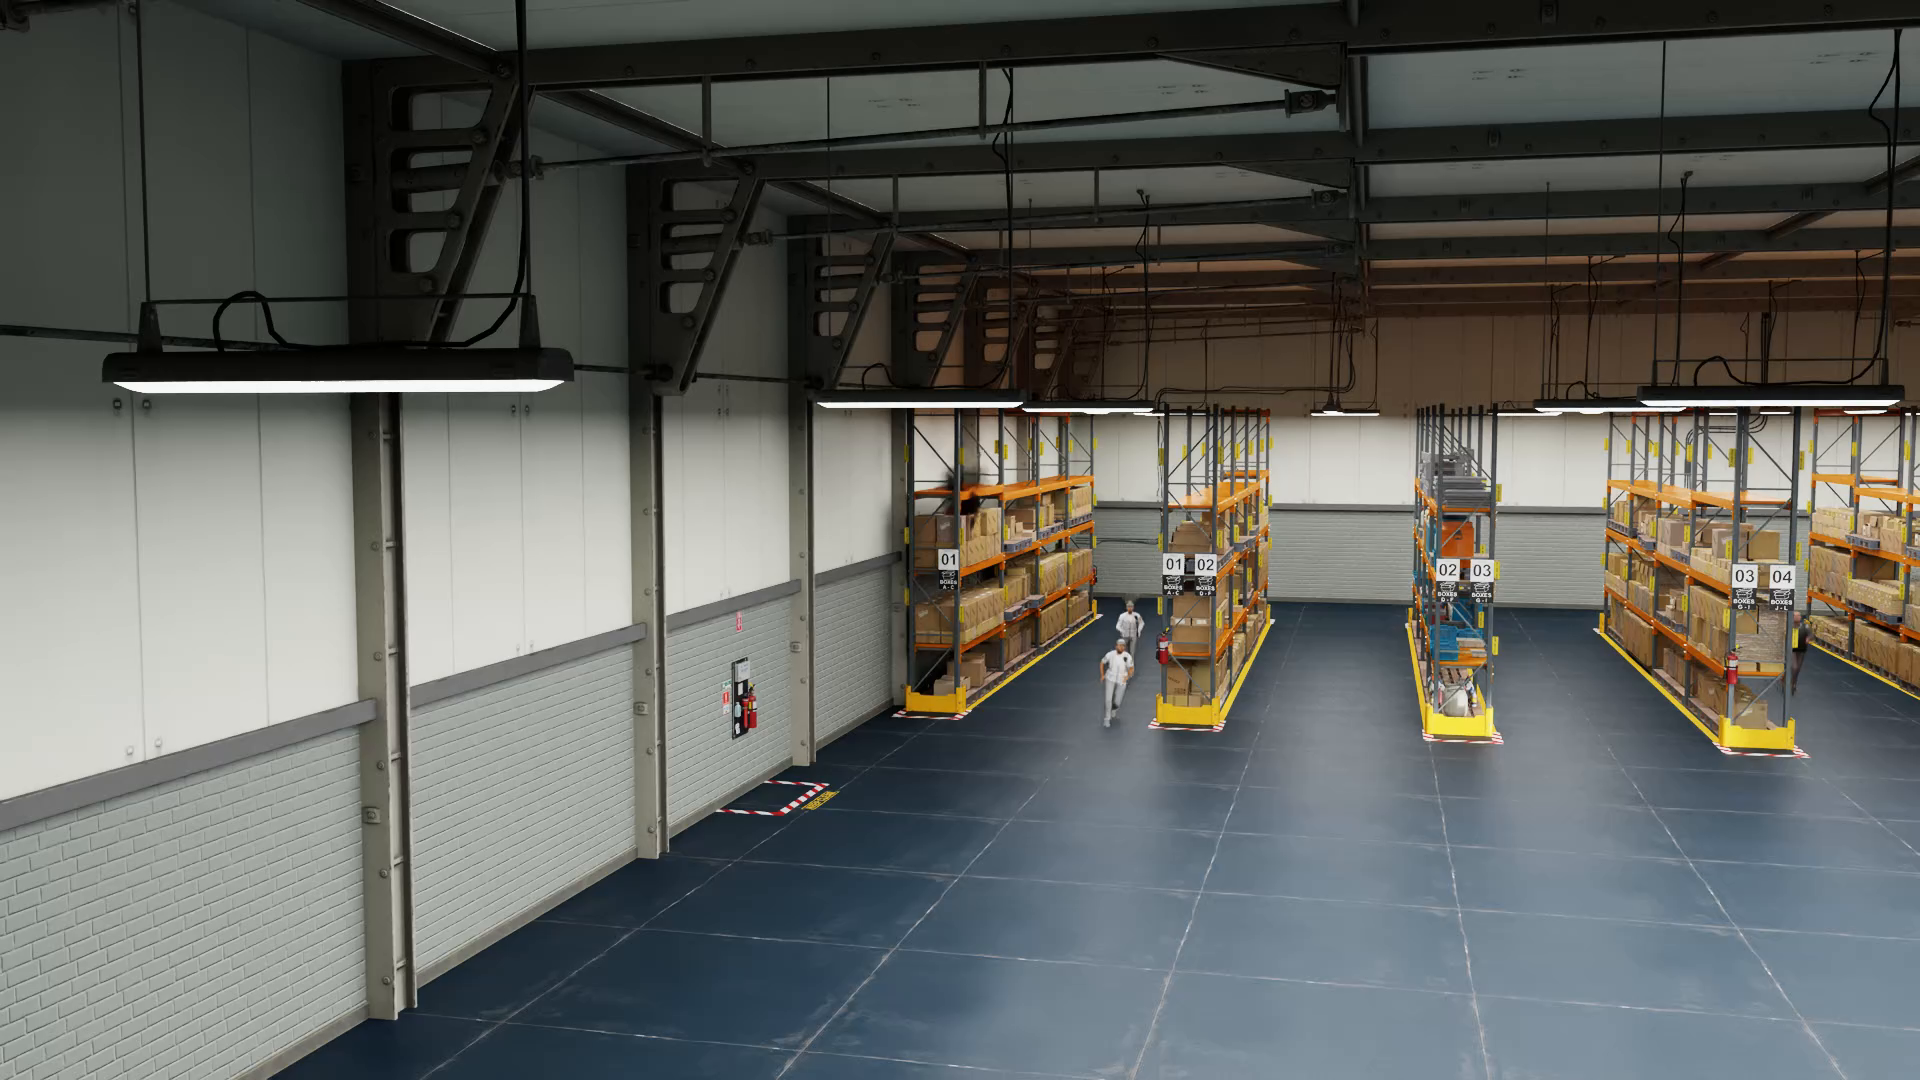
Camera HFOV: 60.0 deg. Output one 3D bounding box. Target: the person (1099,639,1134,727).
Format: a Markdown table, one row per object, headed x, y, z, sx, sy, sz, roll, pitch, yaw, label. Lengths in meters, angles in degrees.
| x | y | z | sx | sy | sz | roll | pitch | yaw | label |
| --- | --- | --- | --- | --- | --- | --- | --- | --- | --- |
| 2.940 | 2.662 | 31.227 | 0.646 | 1.635 | 0.682 | 0 | 4 | 3 | person |

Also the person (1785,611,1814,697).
| x | y | z | sx | sy | sz | roll | pitch | yaw | label |
| --- | --- | --- | --- | --- | --- | --- | --- | --- | --- |
| 17.349 | 2.352 | 34.507 | 0.651 | 1.777 | 0.788 | 1 | 4 | 10 | person |

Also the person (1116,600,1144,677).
| x | y | z | sx | sy | sz | roll | pitch | yaw | label |
| --- | --- | --- | --- | --- | --- | --- | --- | --- | --- |
| 3.799 | 2.172 | 37.115 | 0.618 | 1.669 | 0.890 | 0 | 4 | 4 | person |
